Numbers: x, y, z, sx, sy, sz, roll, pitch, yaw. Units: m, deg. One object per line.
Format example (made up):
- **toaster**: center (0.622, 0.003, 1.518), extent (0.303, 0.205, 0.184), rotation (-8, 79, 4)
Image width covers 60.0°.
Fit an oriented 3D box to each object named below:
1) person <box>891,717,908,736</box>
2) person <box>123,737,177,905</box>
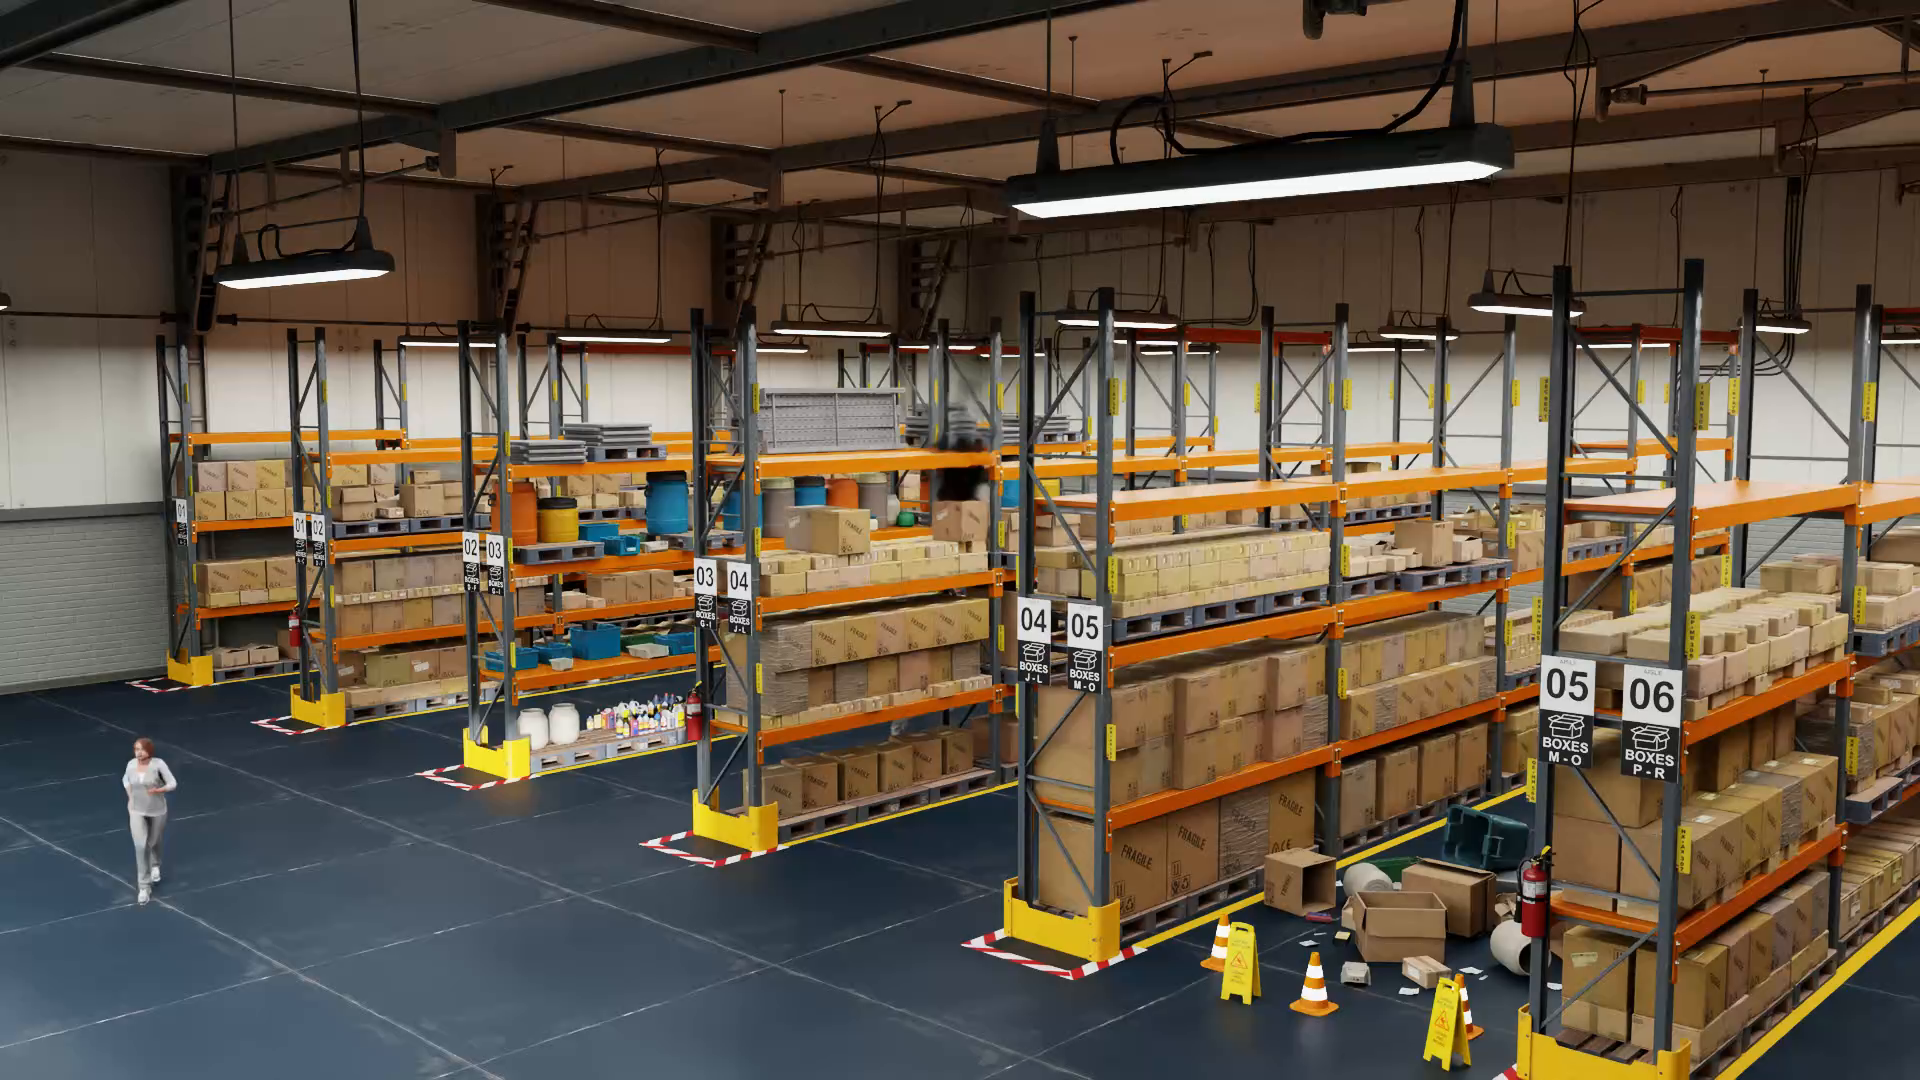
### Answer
- **person**: center (-0.863, 2.066, 23.750), extent (0.681, 1.746, 0.726), rotation (3, 6, 29)
- **person**: center (-8.199, 2.788, 16.847), extent (0.519, 1.629, 0.792), rotation (-2, 6, -19)
